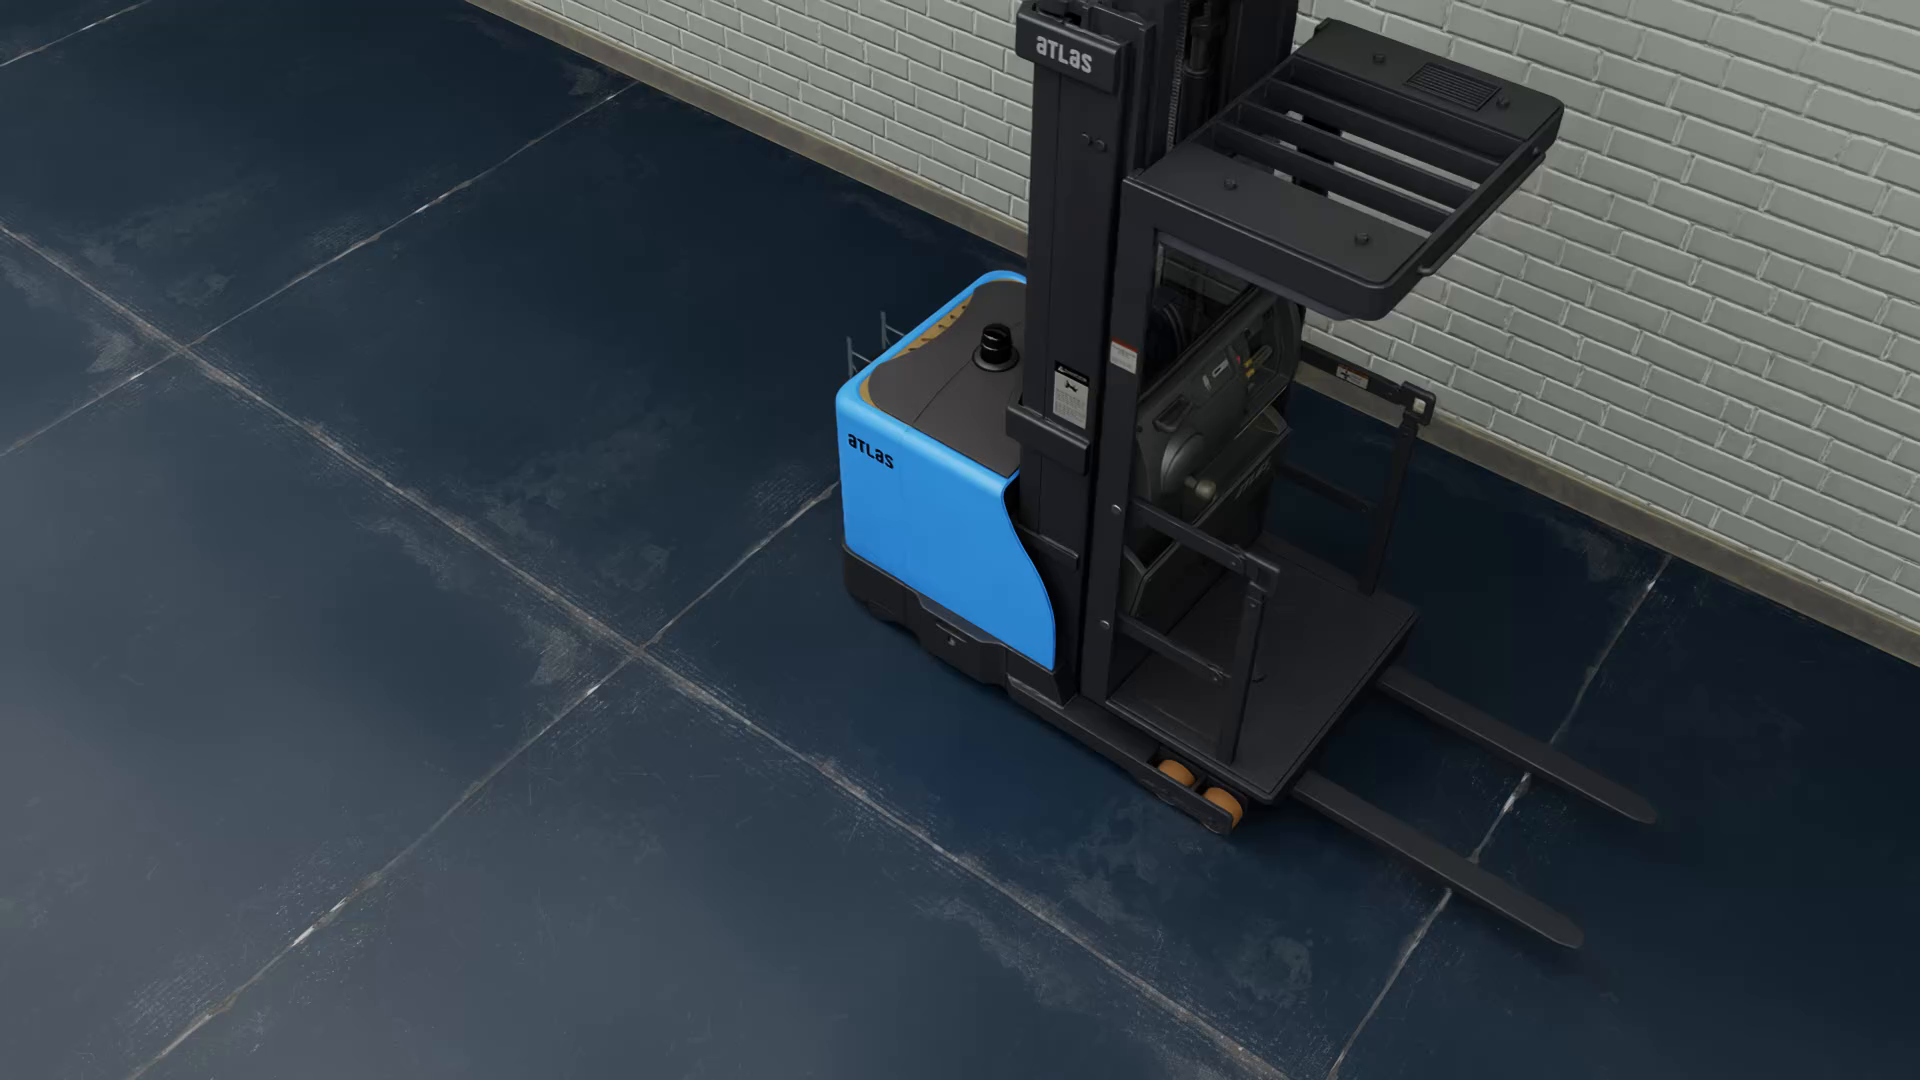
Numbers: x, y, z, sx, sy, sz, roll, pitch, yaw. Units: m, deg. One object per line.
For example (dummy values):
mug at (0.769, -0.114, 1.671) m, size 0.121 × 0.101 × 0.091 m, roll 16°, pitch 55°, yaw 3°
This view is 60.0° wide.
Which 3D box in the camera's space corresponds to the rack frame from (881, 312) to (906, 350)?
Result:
rack frame at (-0.214, -0.532, 6.800) m, size 0.240 × 0.900 × 0.006 m, roll 30°, pitch 53°, yaw 25°

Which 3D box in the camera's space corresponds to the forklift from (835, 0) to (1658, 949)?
forklift at (1.006, -0.409, 5.279) m, size 3.031 × 2.935 × 1.130 m, roll 30°, pitch 53°, yaw 25°

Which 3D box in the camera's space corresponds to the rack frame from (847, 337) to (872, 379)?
rack frame at (-0.340, -0.416, 6.690) m, size 0.240 × 0.900 × 0.006 m, roll 30°, pitch 53°, yaw 25°

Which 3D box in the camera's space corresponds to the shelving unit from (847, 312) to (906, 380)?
shelving unit at (-0.277, -0.474, 6.745) m, size 0.258 × 0.900 × 0.210 m, roll 30°, pitch 53°, yaw 25°

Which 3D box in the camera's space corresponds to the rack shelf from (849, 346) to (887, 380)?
rack shelf at (-0.277, -0.638, 6.574) m, size 0.258 × 0.077 × 0.200 m, roll 30°, pitch 53°, yaw 25°
